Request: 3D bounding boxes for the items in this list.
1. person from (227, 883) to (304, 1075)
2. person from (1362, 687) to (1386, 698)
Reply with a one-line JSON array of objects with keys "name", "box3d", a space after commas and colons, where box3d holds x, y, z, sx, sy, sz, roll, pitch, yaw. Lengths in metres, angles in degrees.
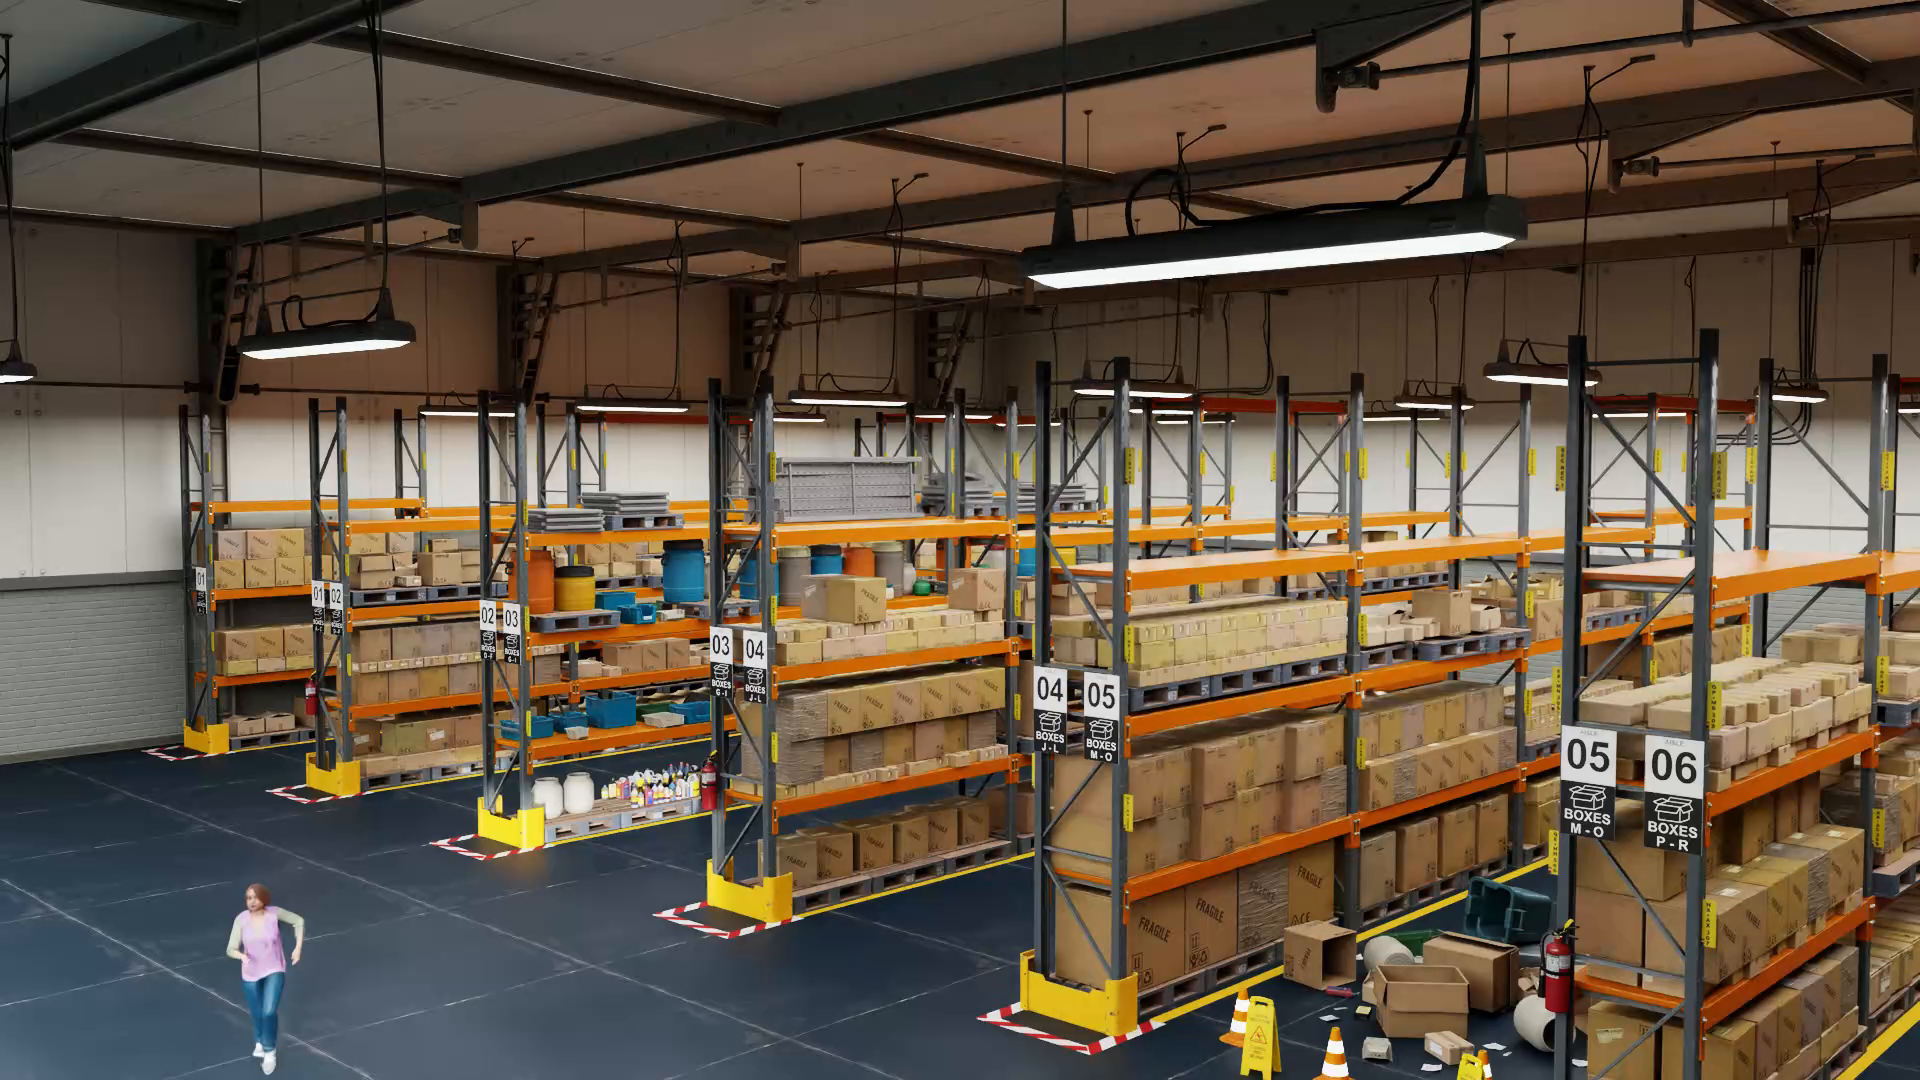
[{"name": "person", "box3d": [-5.785, 3.627, 13.850, 0.548, 1.582, 0.808, 0, 3, -9]}, {"name": "person", "box3d": [6.223, 2.950, 25.301, 0.662, 1.843, 0.785, 3, 4, 41]}]
